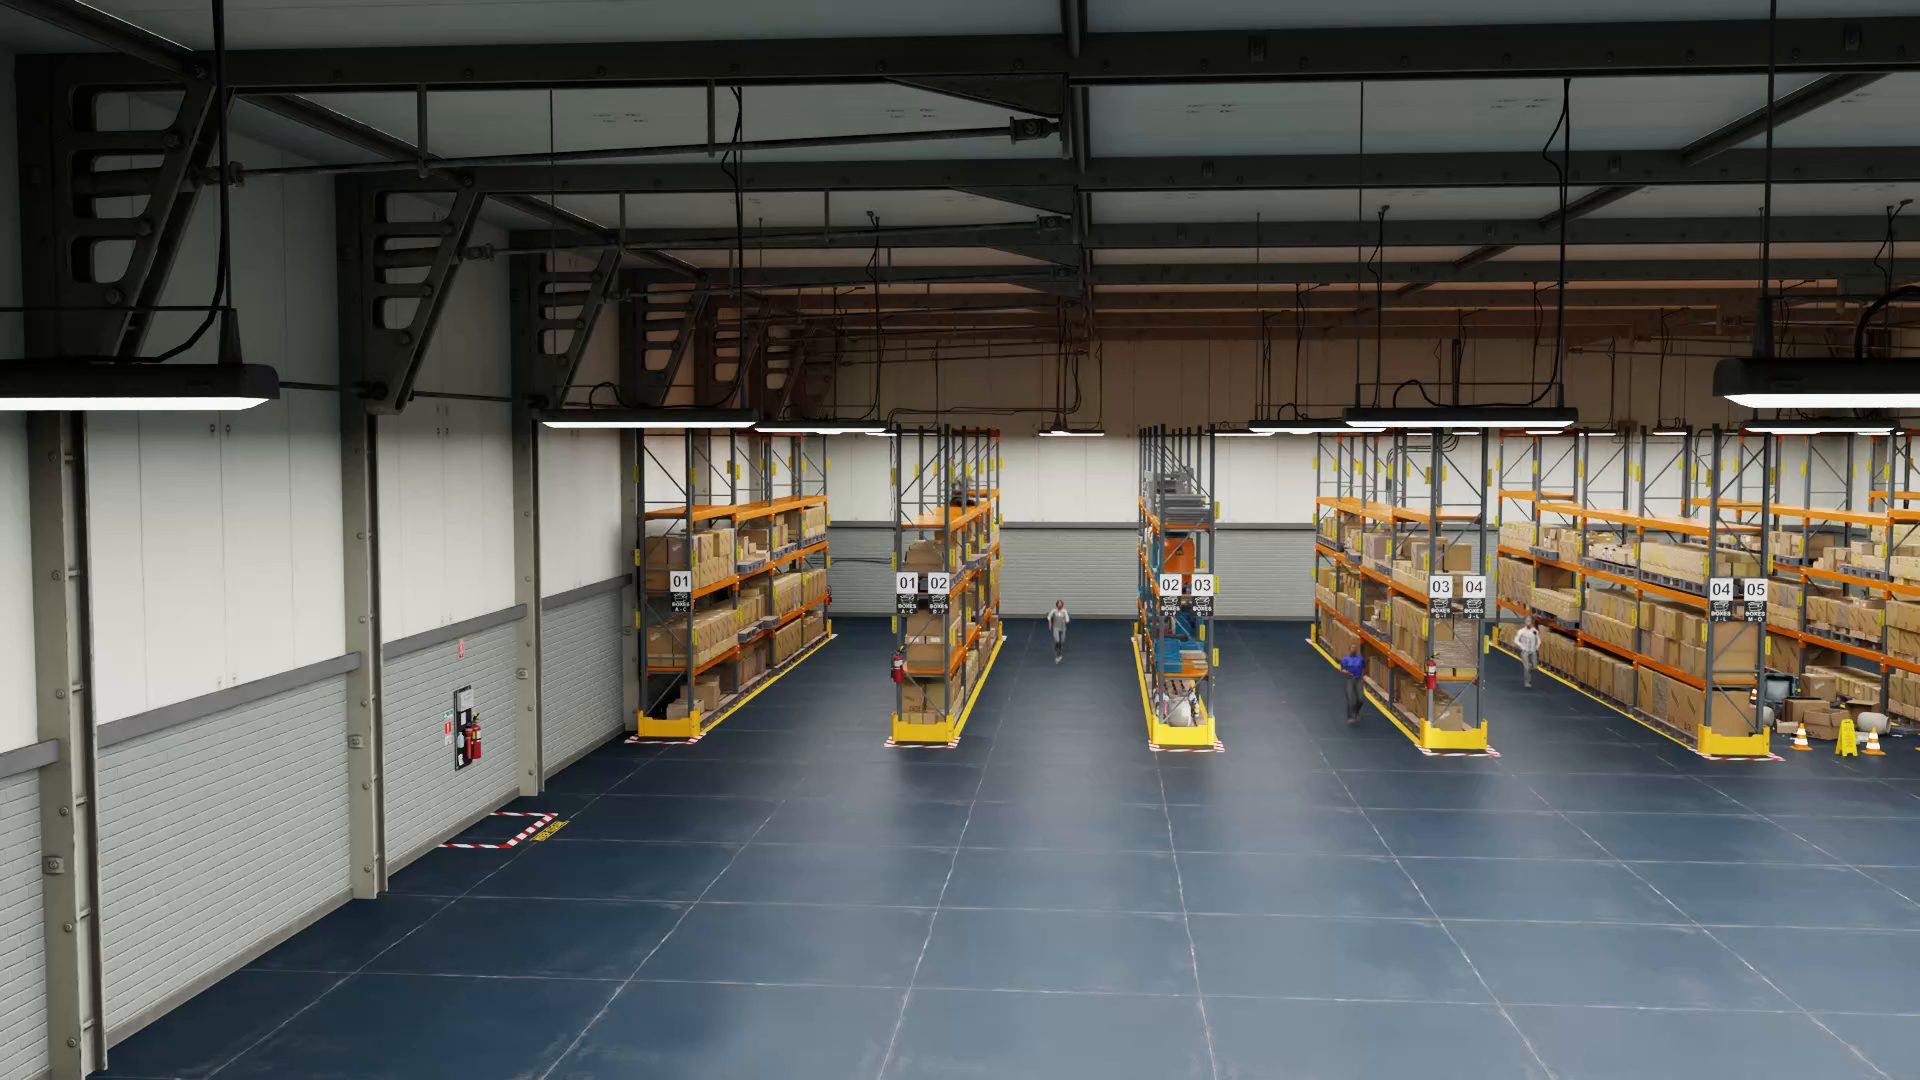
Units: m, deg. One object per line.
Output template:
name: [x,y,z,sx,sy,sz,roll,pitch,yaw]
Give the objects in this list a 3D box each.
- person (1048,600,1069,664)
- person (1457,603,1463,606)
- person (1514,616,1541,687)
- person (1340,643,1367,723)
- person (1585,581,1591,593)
person: [2.532,2.338,42.499,0.507,1.641,0.705,0,4,-8]
person: [13.448,2.130,44.501,0.710,1.814,0.950,0,4,7]
person: [13.114,2.561,38.382,0.612,1.648,0.576,0,3,4]
person: [7.899,2.878,33.281,0.563,1.618,0.572,0,3,1]
person: [17.845,2.005,47.349,0.894,1.693,0.558,1,4,12]
